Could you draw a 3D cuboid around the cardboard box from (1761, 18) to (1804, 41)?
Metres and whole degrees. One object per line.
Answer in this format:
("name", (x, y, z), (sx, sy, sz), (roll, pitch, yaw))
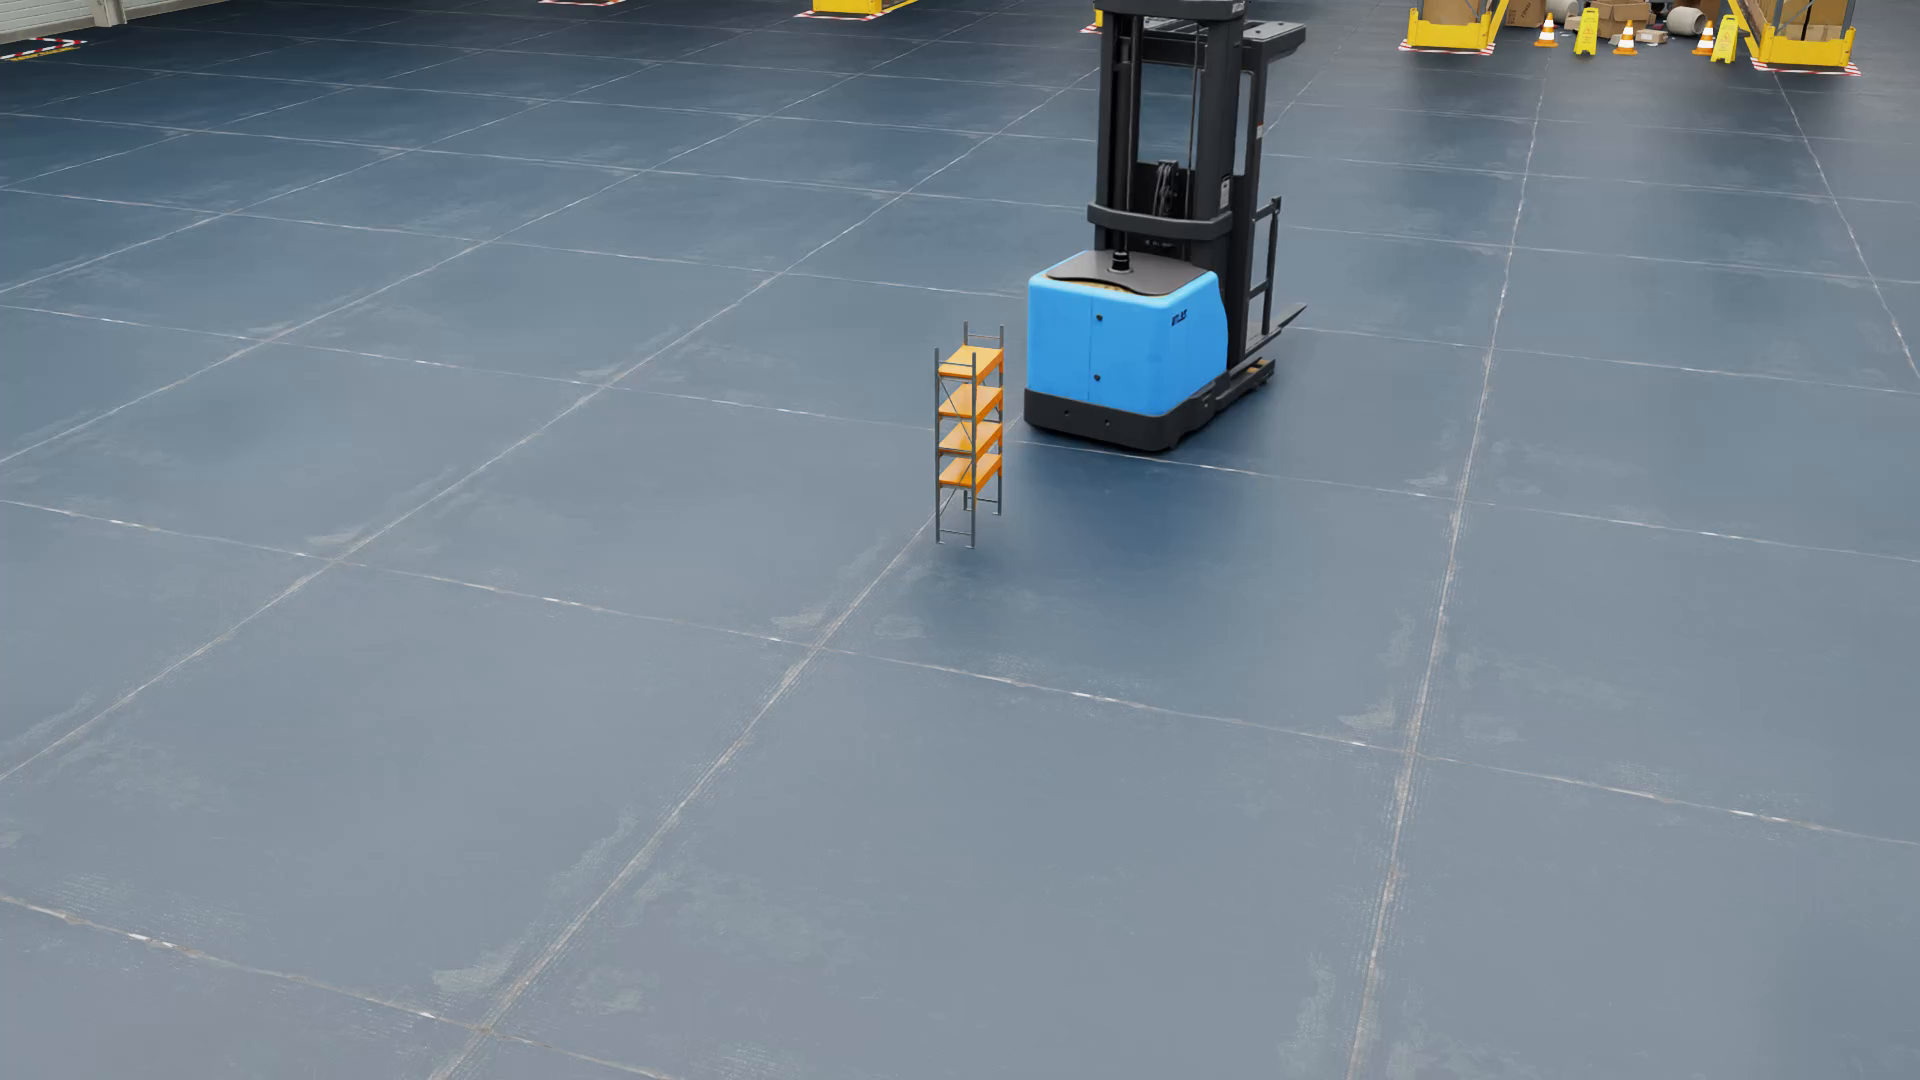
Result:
("cardboard box", (12.131, -7.534, 24.543), (0.500, 0.250, 0.500), (9, 27, 17))

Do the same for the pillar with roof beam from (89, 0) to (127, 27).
("pillar with roof beam", (-9.770, -11.817, 23.831), (9.100, 9.000, 0.400), (9, 27, 17))

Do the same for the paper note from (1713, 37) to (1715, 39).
("paper note", (11.674, -7.815, 25.856), (0.142, 0.019, 0.148), (0, 26, -1))

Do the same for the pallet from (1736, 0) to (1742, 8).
("pallet", (14.101, -9.414, 28.951), (1.003, 0.211, 1.213), (9, 27, 17))

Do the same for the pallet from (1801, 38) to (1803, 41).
("pallet", (12.437, -7.307, 24.599), (1.003, 0.211, 1.213), (9, 27, 17))

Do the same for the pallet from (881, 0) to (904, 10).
("pallet", (-1.651, -9.473, 29.074), (1.003, 0.211, 1.213), (9, 27, 17))

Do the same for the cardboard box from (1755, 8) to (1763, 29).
("cardboard box", (12.472, -7.952, 25.405), (0.500, 0.250, 0.500), (8, 27, 16))

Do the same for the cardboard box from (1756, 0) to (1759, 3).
("cardboard box", (12.821, -8.710, 26.109), (0.500, 0.500, 0.500), (10, 28, 20))

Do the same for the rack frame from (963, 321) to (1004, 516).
("rack frame", (0.136, -0.708, 9.836), (0.240, 1.200, 0.015), (9, 27, 17))

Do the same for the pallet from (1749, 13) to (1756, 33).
("pallet", (13.249, -8.310, 26.670), (1.003, 0.211, 1.213), (9, 27, 17))

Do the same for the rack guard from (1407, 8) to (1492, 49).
("rack guard", (7.399, -7.743, 25.169), (1.175, 0.500, 0.348), (9, 27, 17))

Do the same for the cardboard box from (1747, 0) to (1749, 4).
("cardboard box", (13.611, -9.068, 27.570), (0.950, 0.372, 0.625), (9, 27, 18))

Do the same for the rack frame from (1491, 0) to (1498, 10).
("rack frame", (8.738, -10.522, 28.040), (1.000, 3.000, 0.127), (9, 27, 17))

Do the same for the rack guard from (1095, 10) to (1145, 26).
("rack guard", (2.788, -8.545, 26.825), (1.175, 0.500, 0.348), (9, 27, 17))

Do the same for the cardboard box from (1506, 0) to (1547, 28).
("cardboard box", (9.189, -8.611, 26.959), (0.500, 0.500, 0.500), (14, 29, 26))

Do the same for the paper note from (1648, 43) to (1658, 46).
("paper note", (10.546, -7.543, 25.293), (0.148, 0.019, 0.142), (0, 26, -1))

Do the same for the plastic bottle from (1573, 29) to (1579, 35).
("plastic bottle", (9.772, -8.039, 26.284), (0.133, 0.061, 0.283), (0, 26, -1))

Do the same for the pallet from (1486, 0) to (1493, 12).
("pallet", (8.411, -8.966, 28.025), (1.003, 0.211, 1.213), (9, 27, 17))

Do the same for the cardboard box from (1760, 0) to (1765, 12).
("cardboard box", (12.474, -8.279, 25.220), (0.500, 0.500, 0.500), (8, 27, 16))

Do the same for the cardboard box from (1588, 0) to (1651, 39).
("cardboard box", (10.305, -8.167, 26.041), (0.797, 0.503, 0.637), (-9, 27, -18))

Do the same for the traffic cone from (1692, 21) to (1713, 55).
("traffic cone", (11.035, -7.424, 24.552), (0.336, 0.463, 0.334), (9, 27, 17))

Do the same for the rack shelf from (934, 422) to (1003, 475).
("rack shelf", (0.055, -0.547, 9.658), (0.258, 0.148, 0.480), (9, 27, 17))

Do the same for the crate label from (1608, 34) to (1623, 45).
("crate label", (10.078, -7.631, 25.353), (0.250, 0.136, 0.298), (-5, 26, -9))

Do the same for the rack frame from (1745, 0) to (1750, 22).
("rack frame", (13.439, -9.846, 26.643), (1.000, 3.000, 0.127), (9, 27, 17))

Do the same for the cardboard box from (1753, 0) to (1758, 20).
("cardboard box", (12.821, -8.373, 26.274), (0.500, 0.250, 0.500), (10, 28, 20))

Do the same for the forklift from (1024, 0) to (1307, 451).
("forklift", (1.640, -2.494, 11.538), (1.130, 2.935, 3.031), (15, 30, 29))

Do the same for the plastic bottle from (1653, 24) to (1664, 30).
("plastic bottle", (11.241, -8.265, 26.750), (0.133, 0.061, 0.283), (14, 29, 26))

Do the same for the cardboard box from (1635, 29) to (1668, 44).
("cardboard box", (10.639, -7.750, 25.586), (0.250, 0.149, 0.380), (-20, 33, -36))

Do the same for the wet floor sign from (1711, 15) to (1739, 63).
("wet floor sign", (11.036, -7.219, 23.920), (0.267, 0.644, 0.232), (20, 32, 35))

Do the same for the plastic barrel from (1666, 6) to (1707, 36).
("plastic barrel", (11.368, -8.111, 26.016), (0.421, 0.421, 0.512), (-14, 29, -27))

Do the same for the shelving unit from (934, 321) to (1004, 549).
("shelving unit", (0.055, -0.608, 9.629), (0.258, 1.200, 0.503), (9, 27, 17))

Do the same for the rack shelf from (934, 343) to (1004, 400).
("rack shelf", (0.055, -0.962, 9.458), (0.258, 0.148, 0.480), (9, 27, 17))

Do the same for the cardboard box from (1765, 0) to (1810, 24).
("cardboard box", (12.129, -7.858, 24.350), (0.500, 0.500, 0.500), (9, 27, 18))
